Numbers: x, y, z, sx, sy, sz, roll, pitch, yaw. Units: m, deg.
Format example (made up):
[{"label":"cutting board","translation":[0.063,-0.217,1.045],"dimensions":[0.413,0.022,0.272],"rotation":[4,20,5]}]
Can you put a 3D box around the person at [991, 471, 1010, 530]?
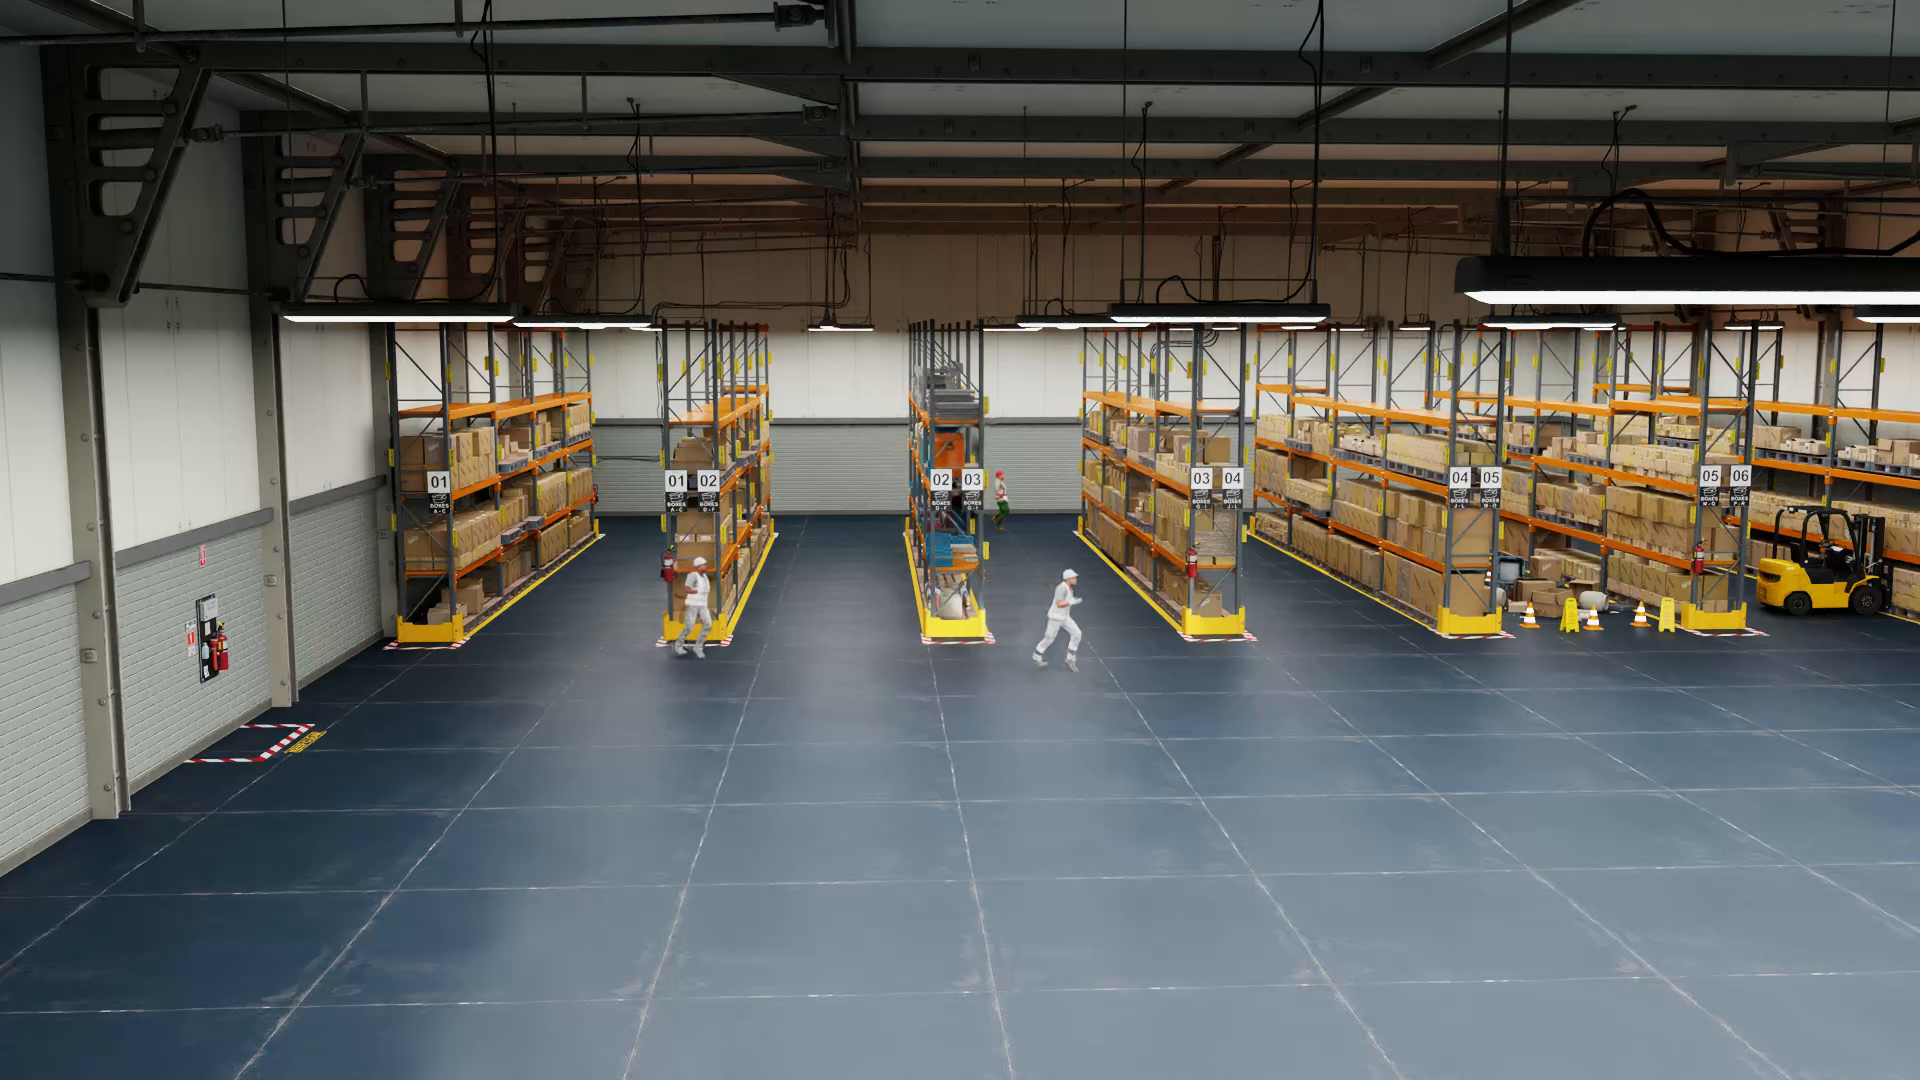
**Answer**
[{"label":"person","translation":[1.189,-1.163,48.783],"dimensions":[0.546,1.745,0.662],"rotation":[0,7,4]}]

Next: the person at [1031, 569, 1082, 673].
[{"label":"person","translation":[1.658,1.369,28.273],"dimensions":[0.961,1.777,0.646],"rotation":[4,8,30]}]

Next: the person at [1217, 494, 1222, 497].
[{"label":"person","translation":[7.266,-0.930,46.978],"dimensions":[0.675,1.768,0.806],"rotation":[1,7,5]}]

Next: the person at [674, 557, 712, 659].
[{"label":"person","translation":[-4.674,1.199,29.682],"dimensions":[0.724,1.790,0.685],"rotation":[4,8,32]}]
